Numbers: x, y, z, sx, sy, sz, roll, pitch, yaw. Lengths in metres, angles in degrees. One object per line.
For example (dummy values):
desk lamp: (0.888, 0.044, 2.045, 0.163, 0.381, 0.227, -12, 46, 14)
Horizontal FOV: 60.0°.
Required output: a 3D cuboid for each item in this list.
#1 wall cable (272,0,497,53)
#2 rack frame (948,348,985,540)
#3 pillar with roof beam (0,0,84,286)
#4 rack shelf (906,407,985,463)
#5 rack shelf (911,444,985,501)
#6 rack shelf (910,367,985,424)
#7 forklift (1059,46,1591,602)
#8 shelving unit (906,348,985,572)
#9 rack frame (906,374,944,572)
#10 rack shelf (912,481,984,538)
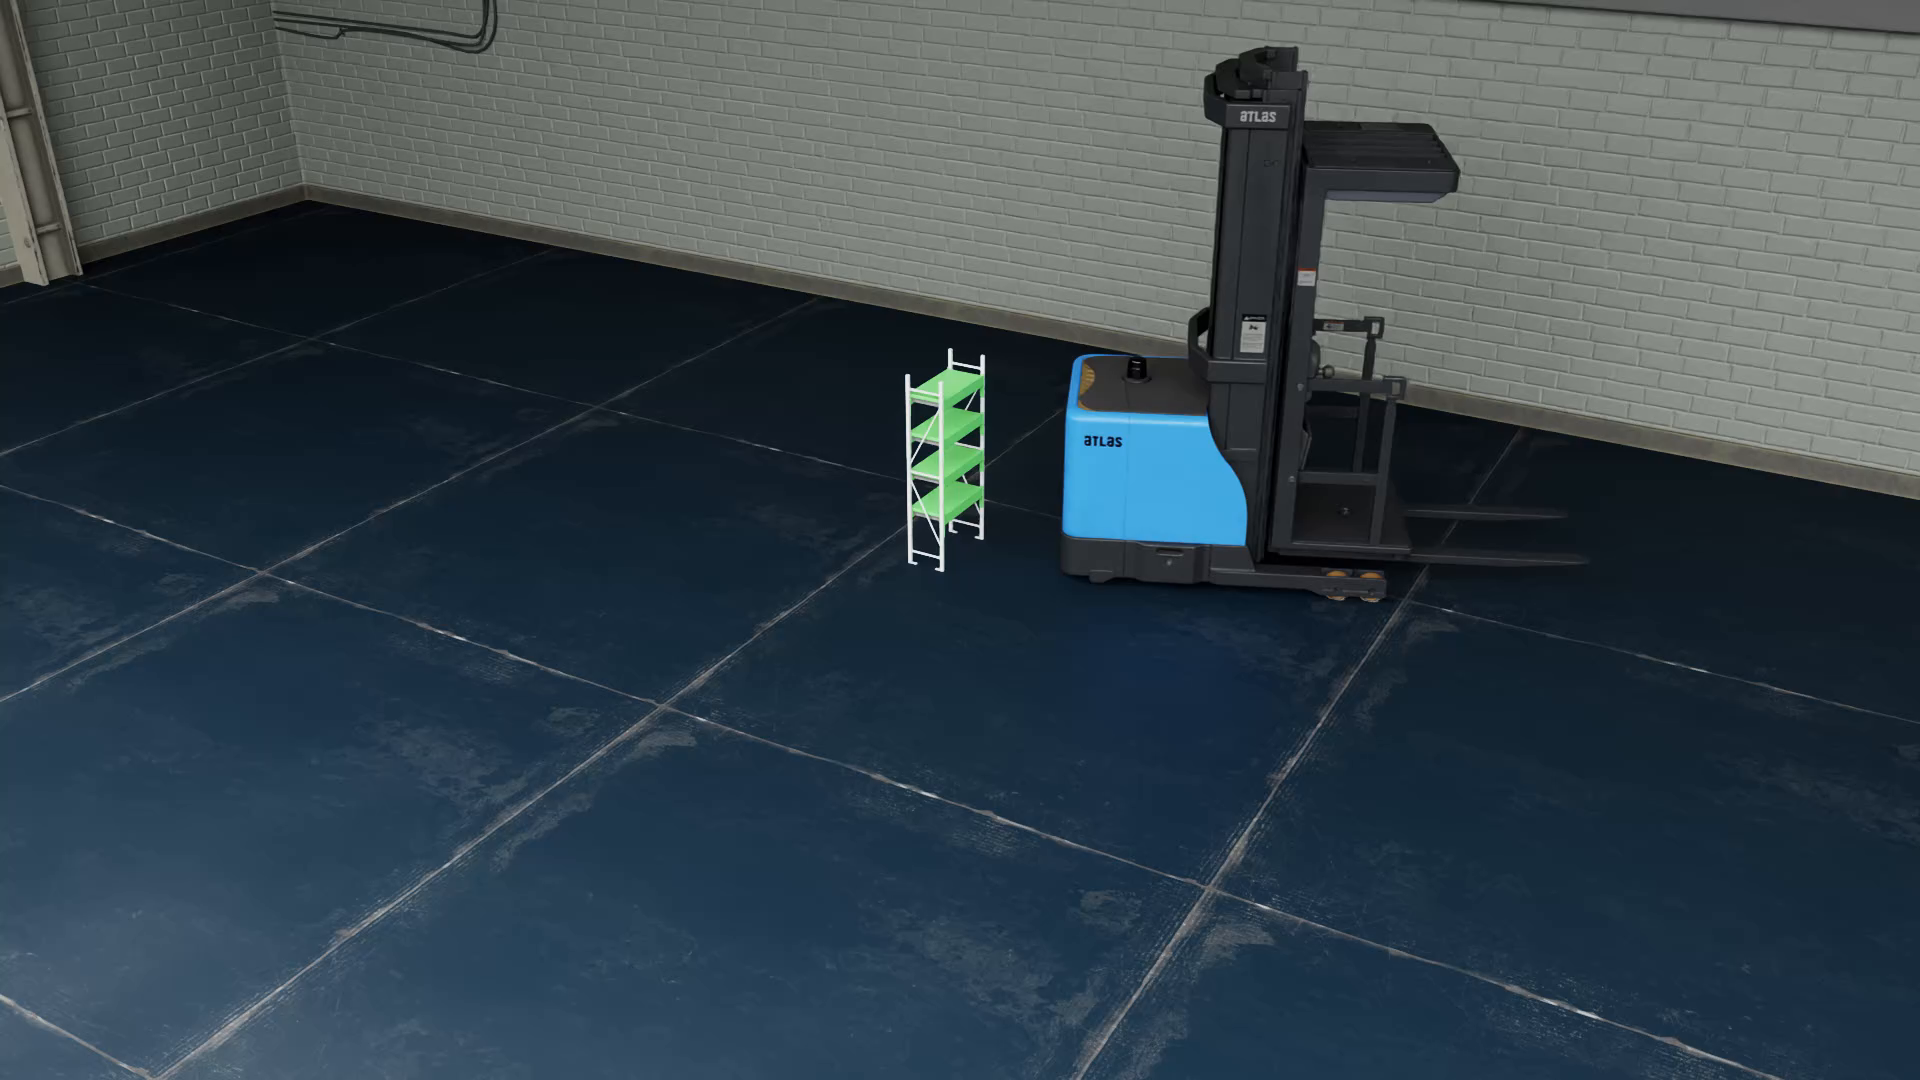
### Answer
wall cable: (-5.567, -5.859, 15.371, 3.097, 2.526, 0.112, 14, 30, 26)
rack frame: (0.039, -0.567, 10.043, 0.240, 1.200, 0.015, 14, 30, 26)
pillar with roof beam: (-4.419, -5.443, 11.070, 9.100, 9.000, 0.400, 14, 30, 26)
rack shelf: (-0.081, -0.630, 9.774, 0.258, 0.148, 0.480, 14, 30, 26)
rack shelf: (-0.081, -0.415, 9.881, 0.258, 0.148, 0.480, 14, 30, 26)
rack shelf: (-0.081, -0.844, 9.666, 0.258, 0.148, 0.480, 14, 30, 26)
forklift: (2.134, -1.205, 9.383, 3.031, 2.935, 1.130, 3, 27, 6)
shelving unit: (-0.081, -0.472, 9.853, 0.258, 1.200, 0.503, 14, 30, 26)
rack frame: (-0.201, -0.377, 9.663, 0.240, 1.200, 0.015, 14, 30, 26)
rack shelf: (-0.081, -0.200, 9.989, 0.258, 0.148, 0.480, 14, 30, 26)
